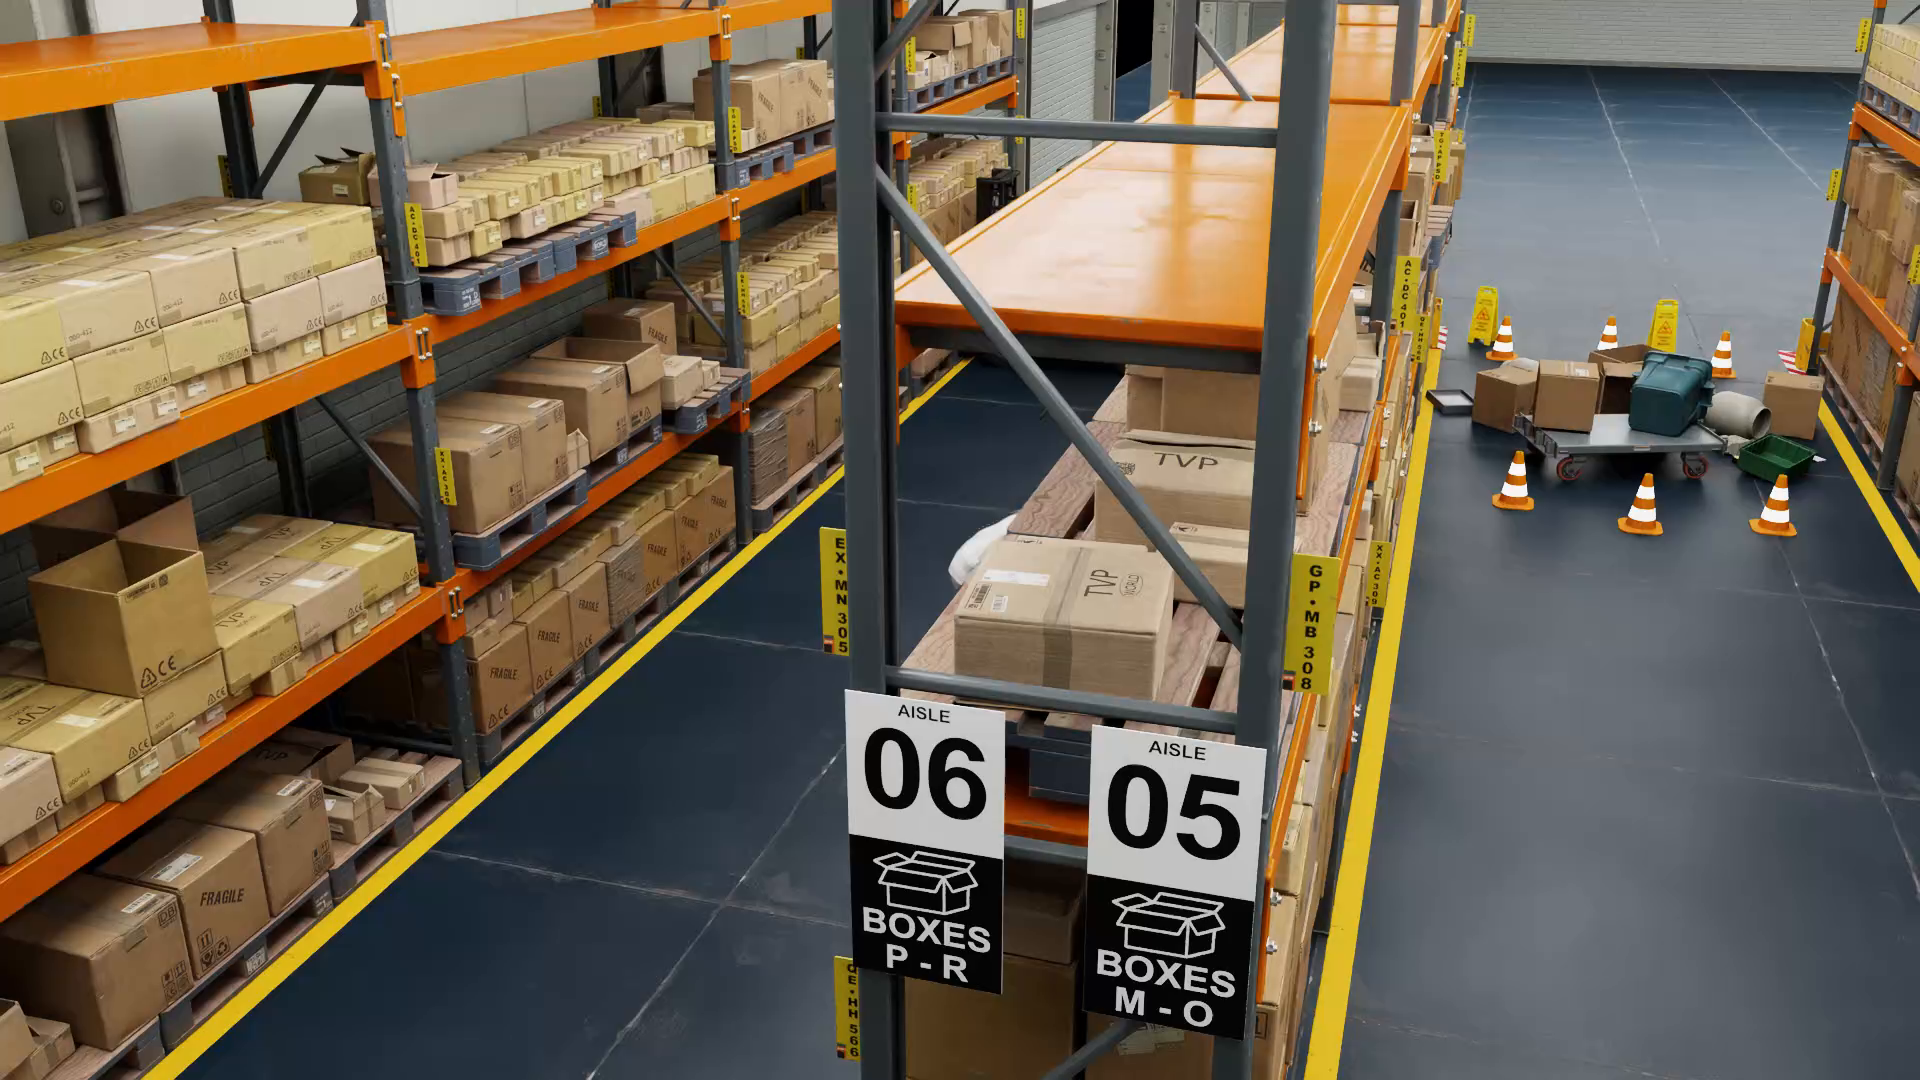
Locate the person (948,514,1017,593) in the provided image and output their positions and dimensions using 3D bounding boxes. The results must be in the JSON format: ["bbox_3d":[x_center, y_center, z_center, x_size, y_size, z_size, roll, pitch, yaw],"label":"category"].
[{"bbox_3d":[0.382,0.256,11.287,0.876,1.126,0.558,6,23,16],"label":"person"}]
